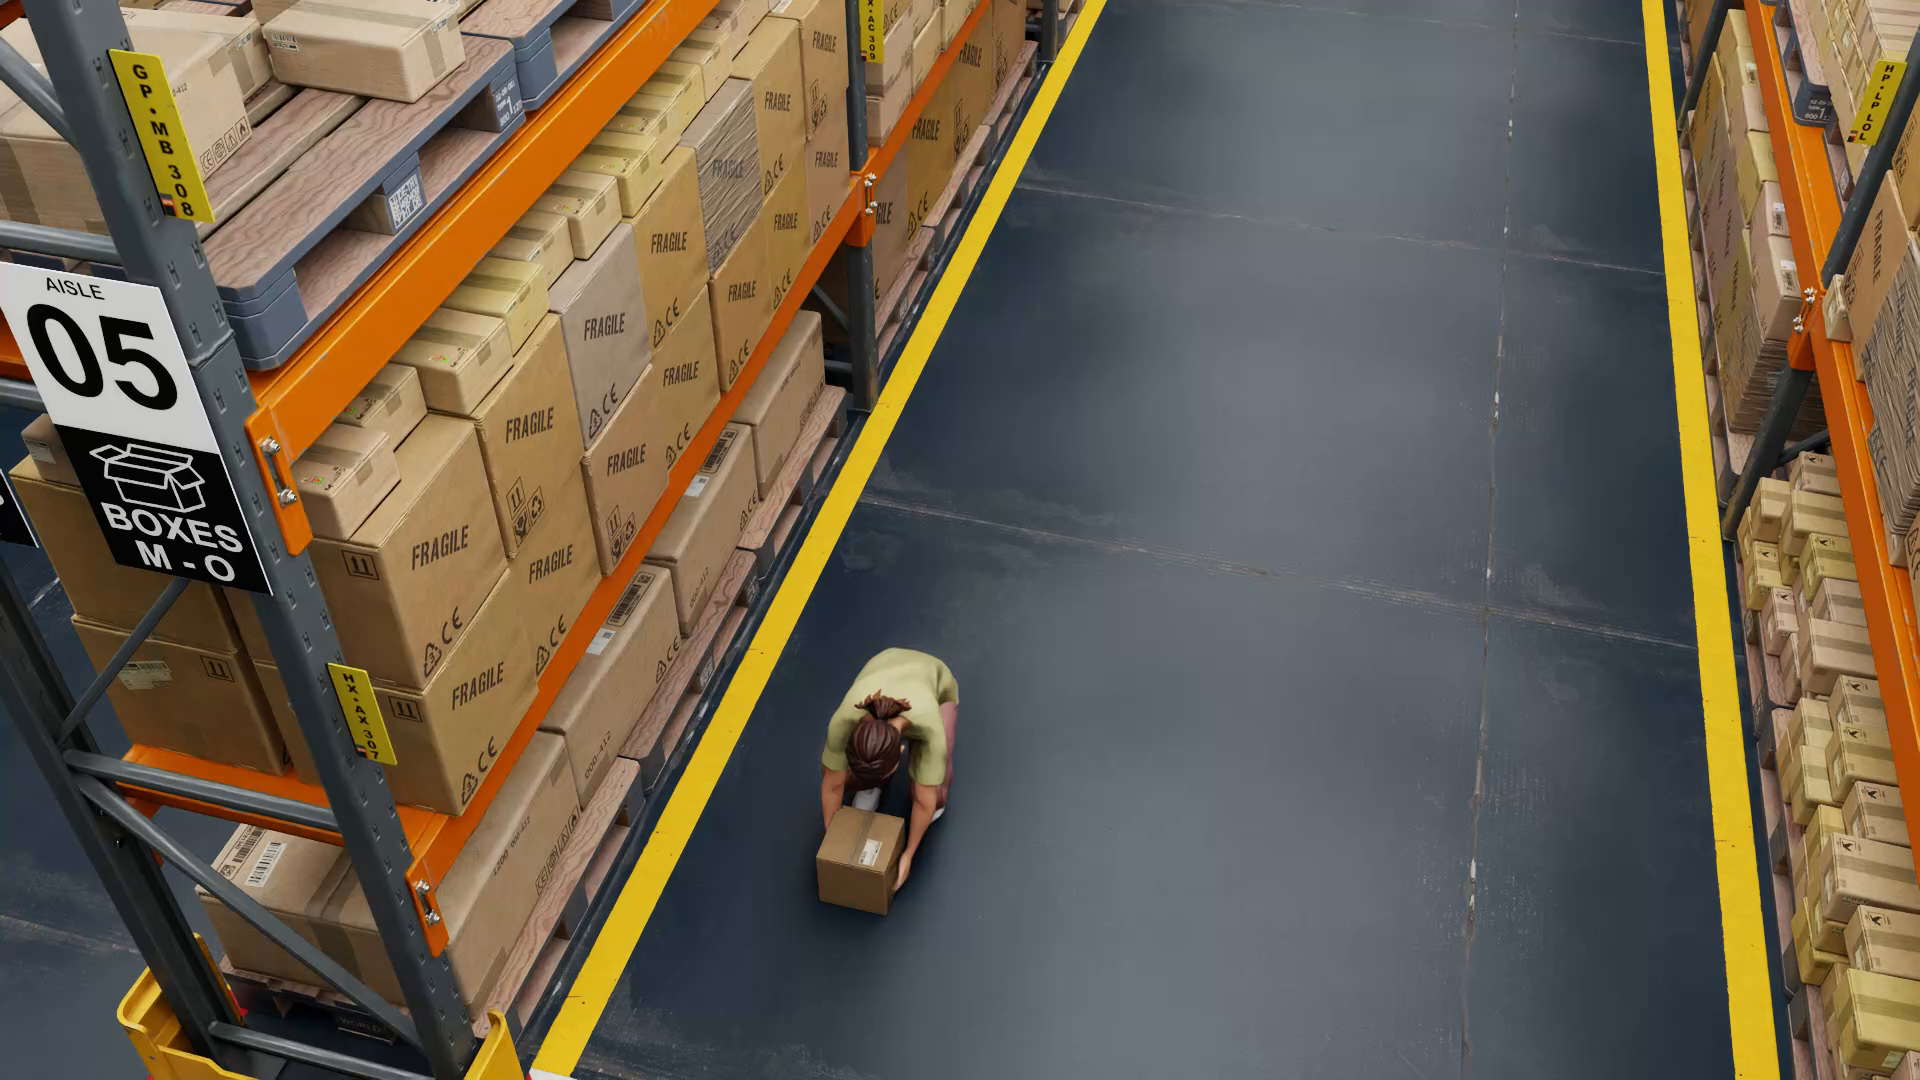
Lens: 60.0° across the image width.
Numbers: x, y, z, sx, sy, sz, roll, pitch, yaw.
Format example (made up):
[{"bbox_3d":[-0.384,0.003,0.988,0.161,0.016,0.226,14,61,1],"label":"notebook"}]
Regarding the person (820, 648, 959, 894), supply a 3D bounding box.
[{"bbox_3d":[-0.240,0.732,5.985,0.469,0.807,0.805,11,42,13],"label":"person"}]
